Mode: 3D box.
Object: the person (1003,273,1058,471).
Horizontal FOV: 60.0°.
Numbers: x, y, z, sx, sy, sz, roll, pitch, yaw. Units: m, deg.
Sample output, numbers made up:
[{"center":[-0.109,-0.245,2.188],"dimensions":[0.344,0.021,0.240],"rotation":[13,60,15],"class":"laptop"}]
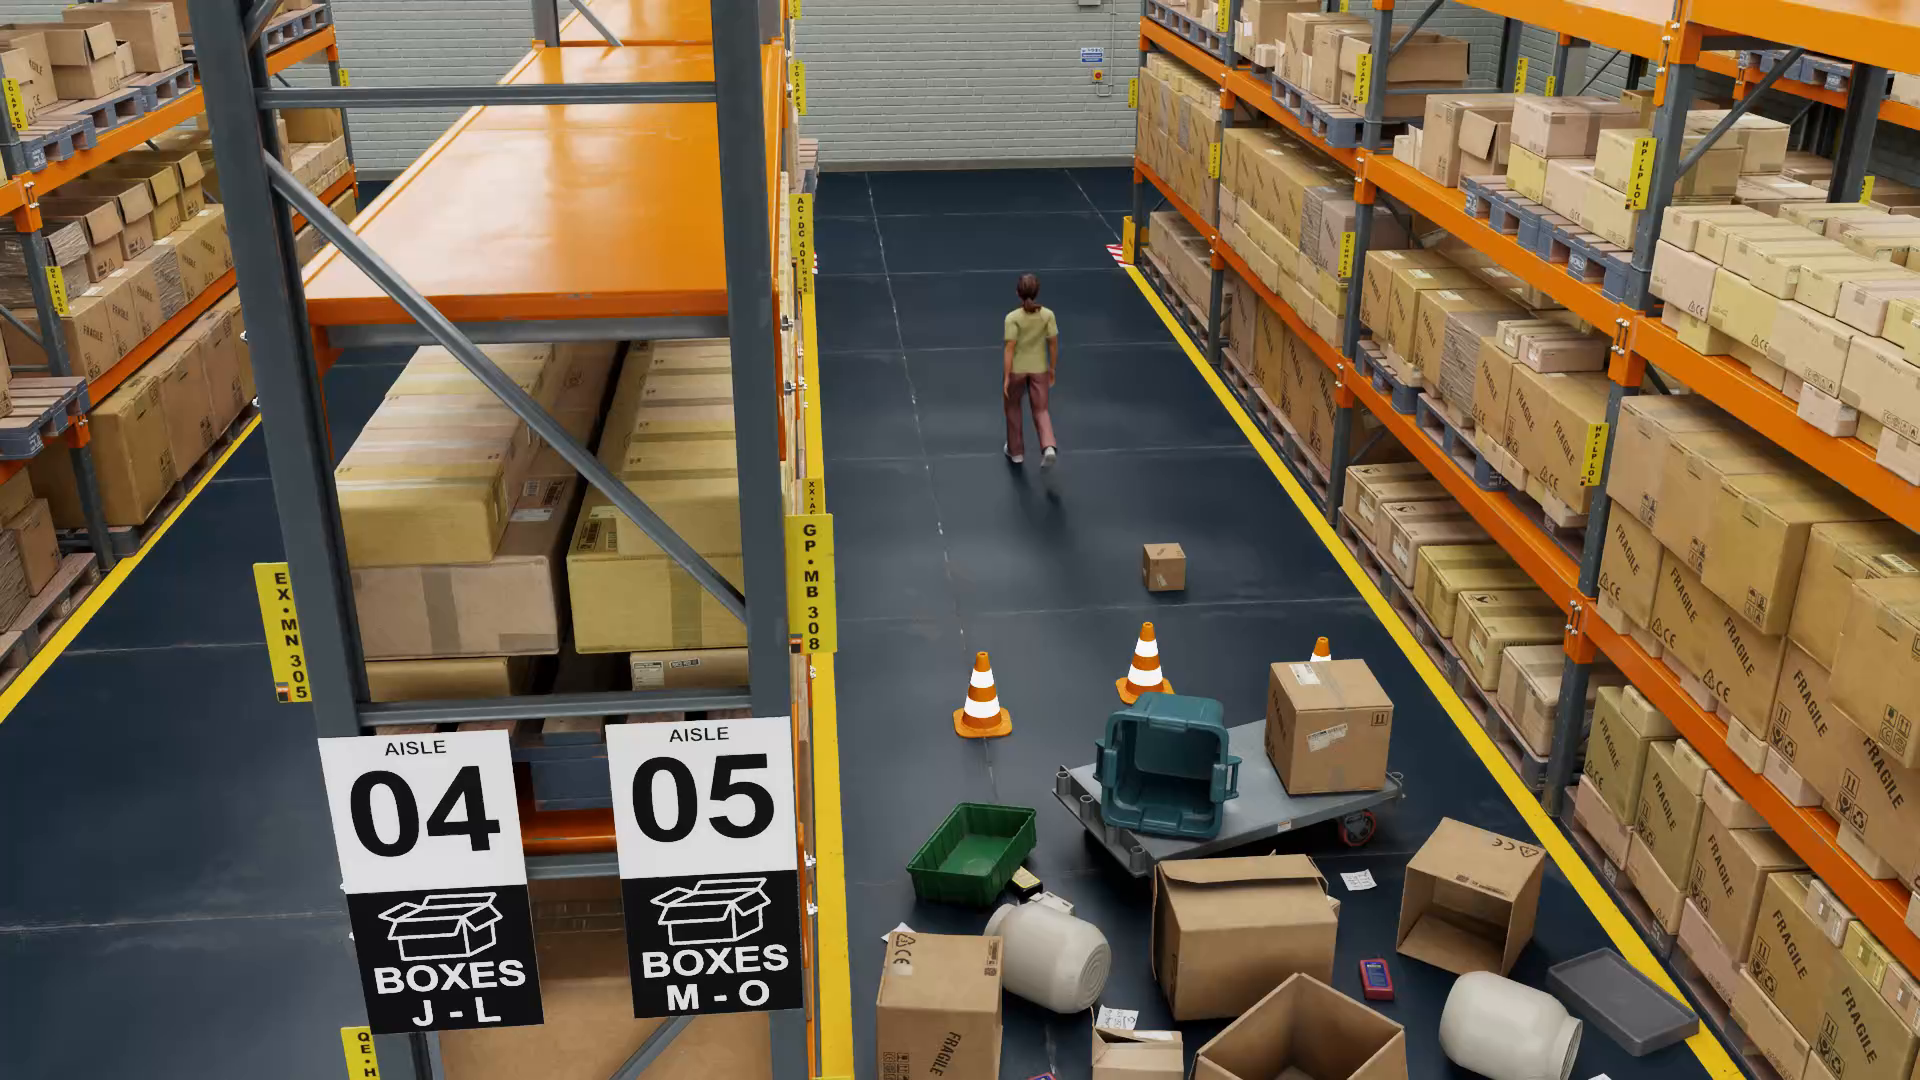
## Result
[{"center":[0.561,-1.337,13.329],"dimensions":[0.456,1.635,0.866],"rotation":[-4,24,-10],"class":"person"}]
